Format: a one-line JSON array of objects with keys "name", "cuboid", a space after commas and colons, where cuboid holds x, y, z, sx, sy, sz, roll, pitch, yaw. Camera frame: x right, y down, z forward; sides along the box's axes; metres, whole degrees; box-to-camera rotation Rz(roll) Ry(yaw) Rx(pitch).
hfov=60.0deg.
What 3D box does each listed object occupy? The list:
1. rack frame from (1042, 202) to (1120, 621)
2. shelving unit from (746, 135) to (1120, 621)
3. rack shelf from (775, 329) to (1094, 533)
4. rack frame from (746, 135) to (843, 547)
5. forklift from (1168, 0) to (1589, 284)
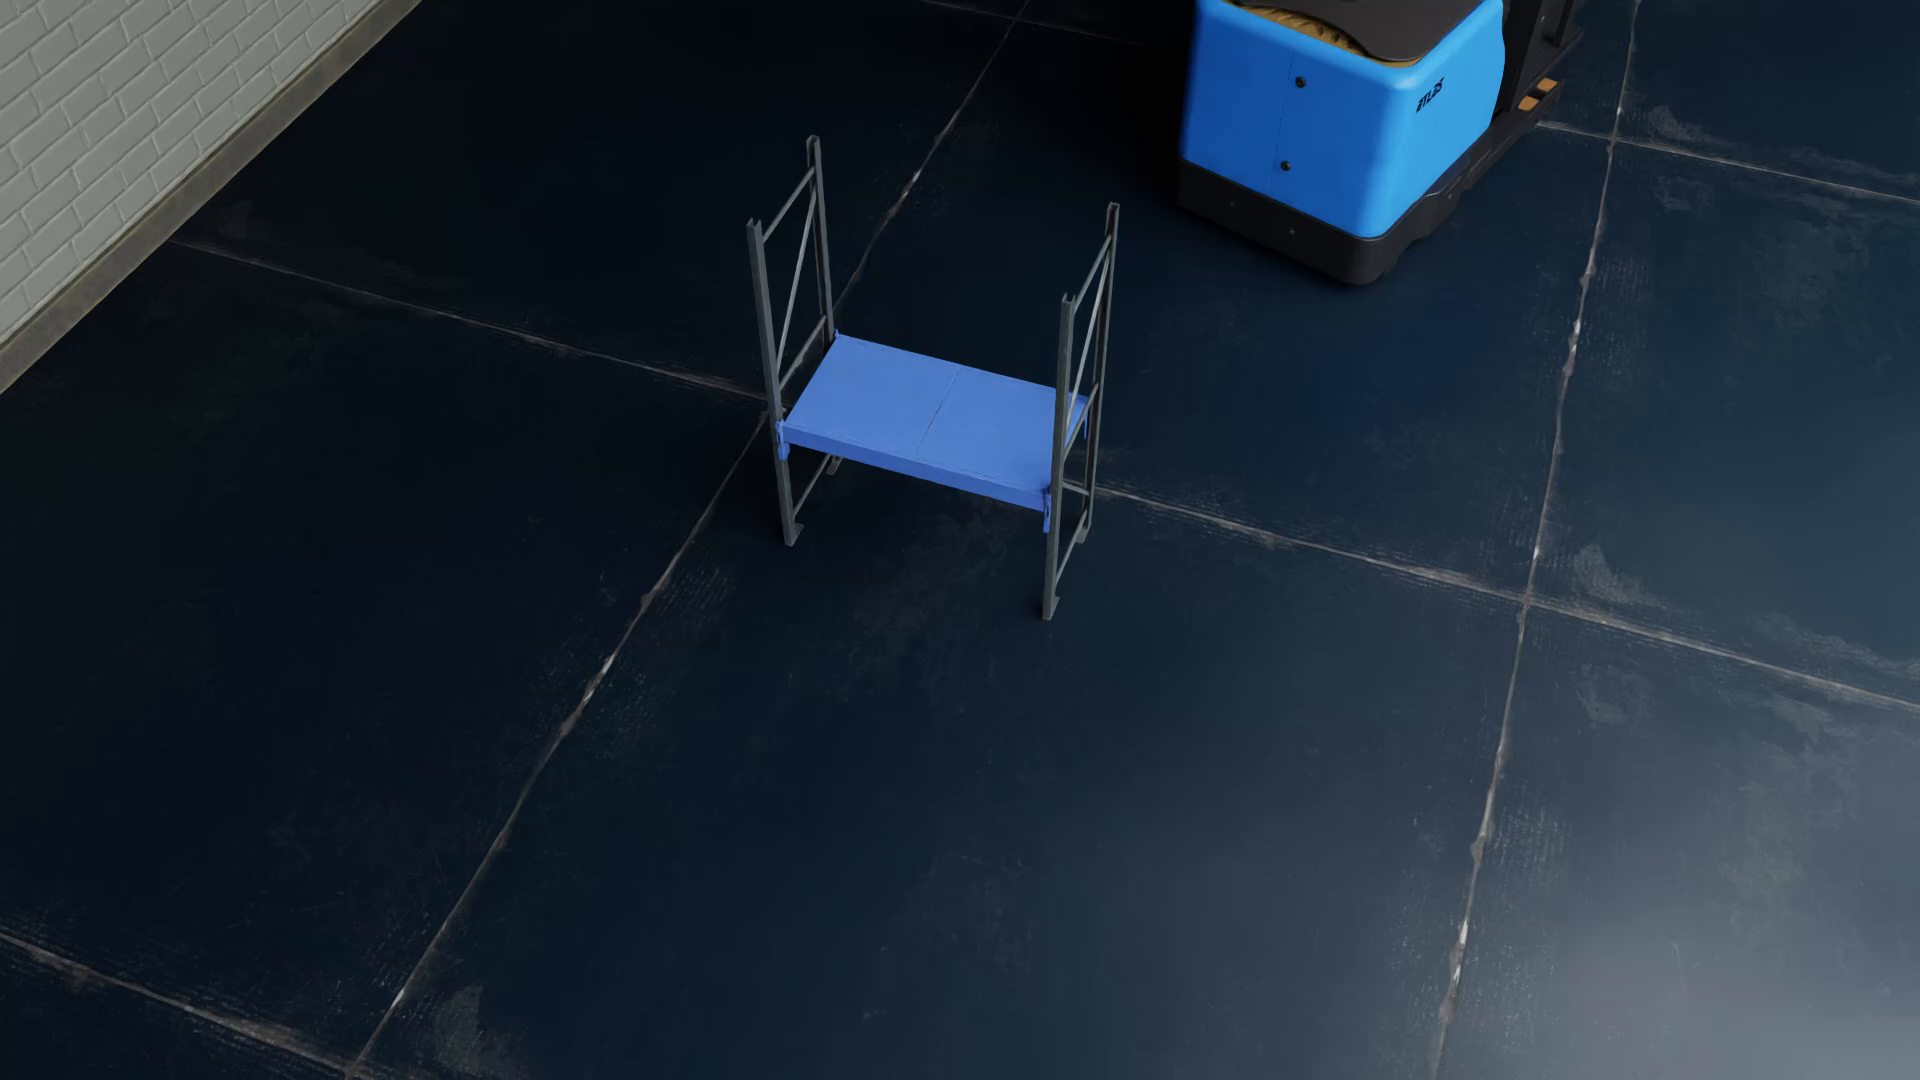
[{"name": "rack frame", "cuboid": [0.397, -0.380, 5.587, 0.032, 1.500, 0.500, 16, 51, 13]}, {"name": "shelving unit", "cuboid": [-0.080, -0.514, 5.703, 1.048, 1.500, 0.538, 16, 51, 13]}, {"name": "rack shelf", "cuboid": [-0.080, -0.396, 5.839, 1.000, 0.185, 0.538, 16, 51, 13]}, {"name": "rack frame", "cuboid": [-0.557, -0.647, 5.818, 0.032, 1.500, 0.500, 16, 51, 13]}, {"name": "forklift", "cuboid": [2.248, -3.114, 7.010, 1.130, 2.935, 3.031, 31, 56, 24]}]
